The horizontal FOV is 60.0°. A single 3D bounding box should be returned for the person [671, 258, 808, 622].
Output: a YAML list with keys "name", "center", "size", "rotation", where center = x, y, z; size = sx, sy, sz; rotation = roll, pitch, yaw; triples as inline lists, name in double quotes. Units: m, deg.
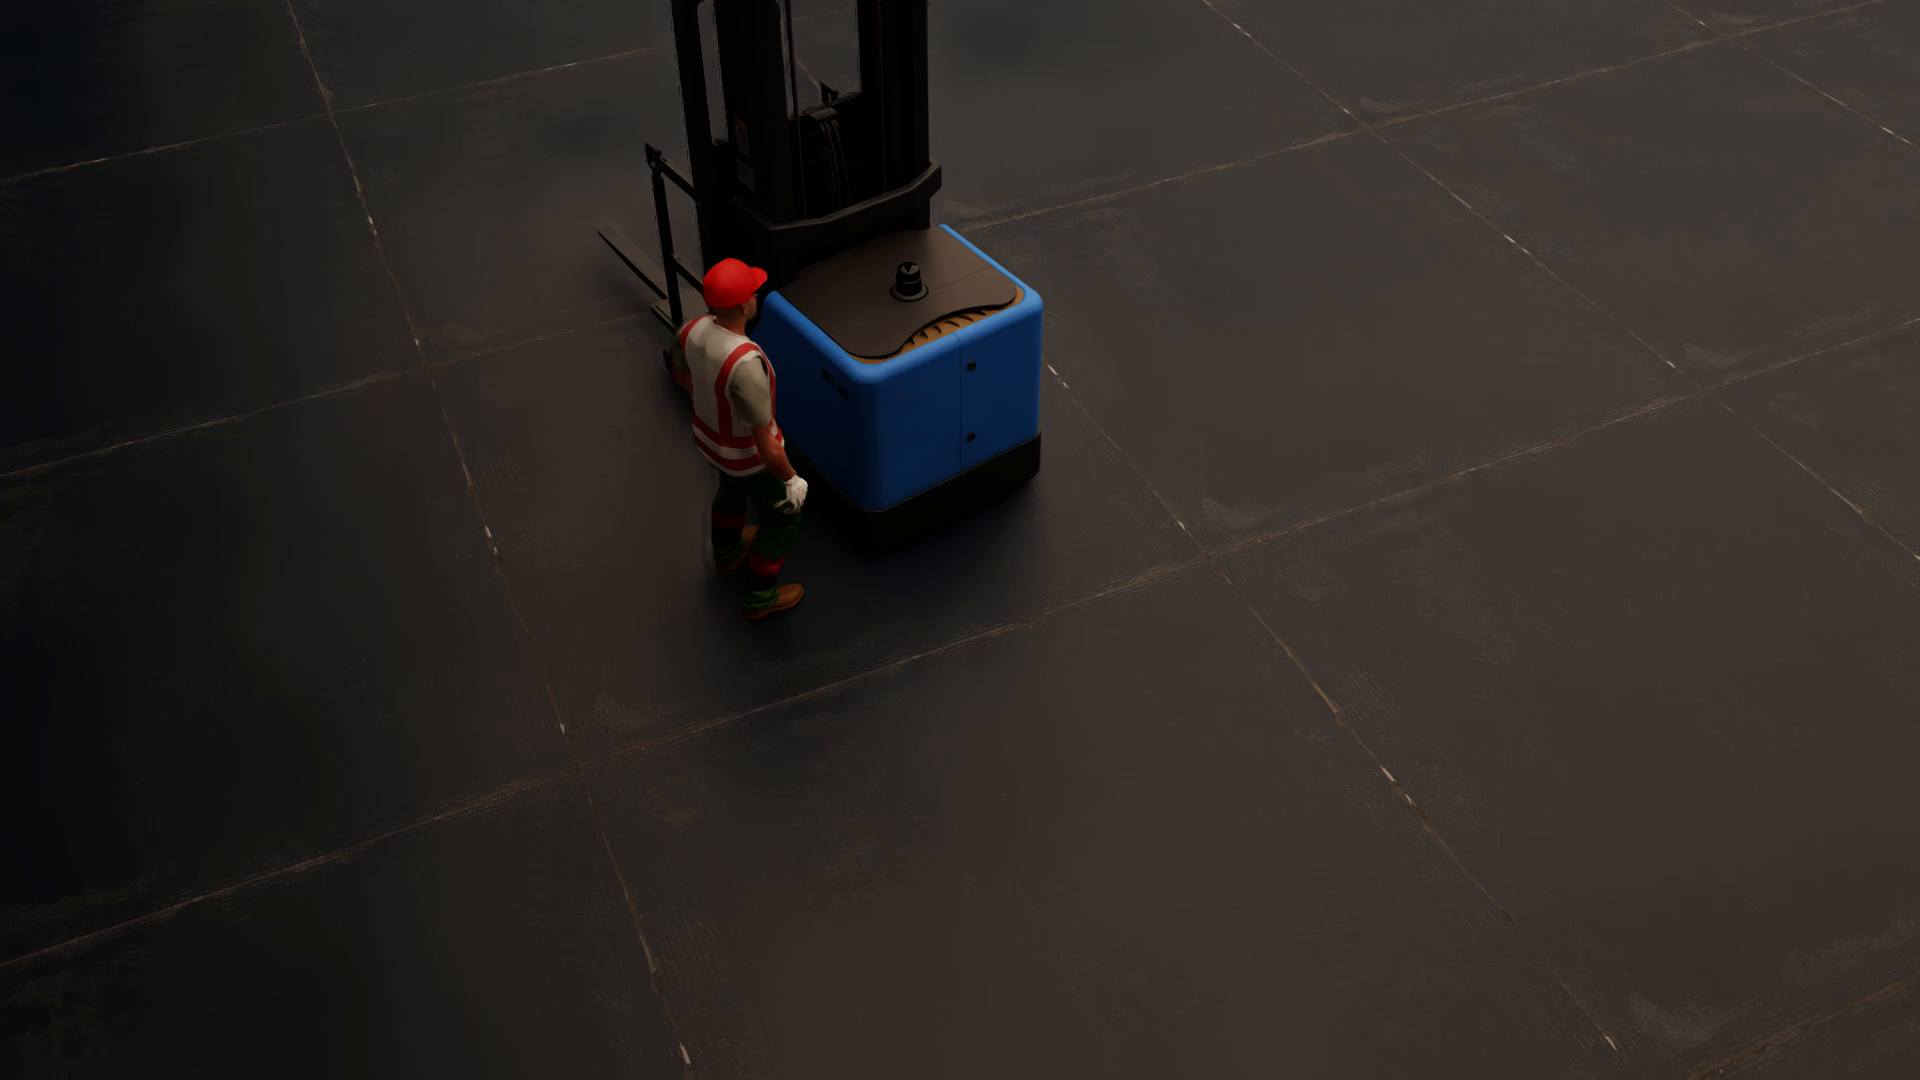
- name: "person"
  center: [-0.899, -0.417, 6.994]
  size: [0.398, 1.757, 0.813]
  rotation: [-30, 51, -28]

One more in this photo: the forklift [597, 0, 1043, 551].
- name: "forklift"
  center: [-0.888, -1.984, 7.806]
  size: [1.130, 2.935, 3.031]
  rotation: [-27, 49, -26]
